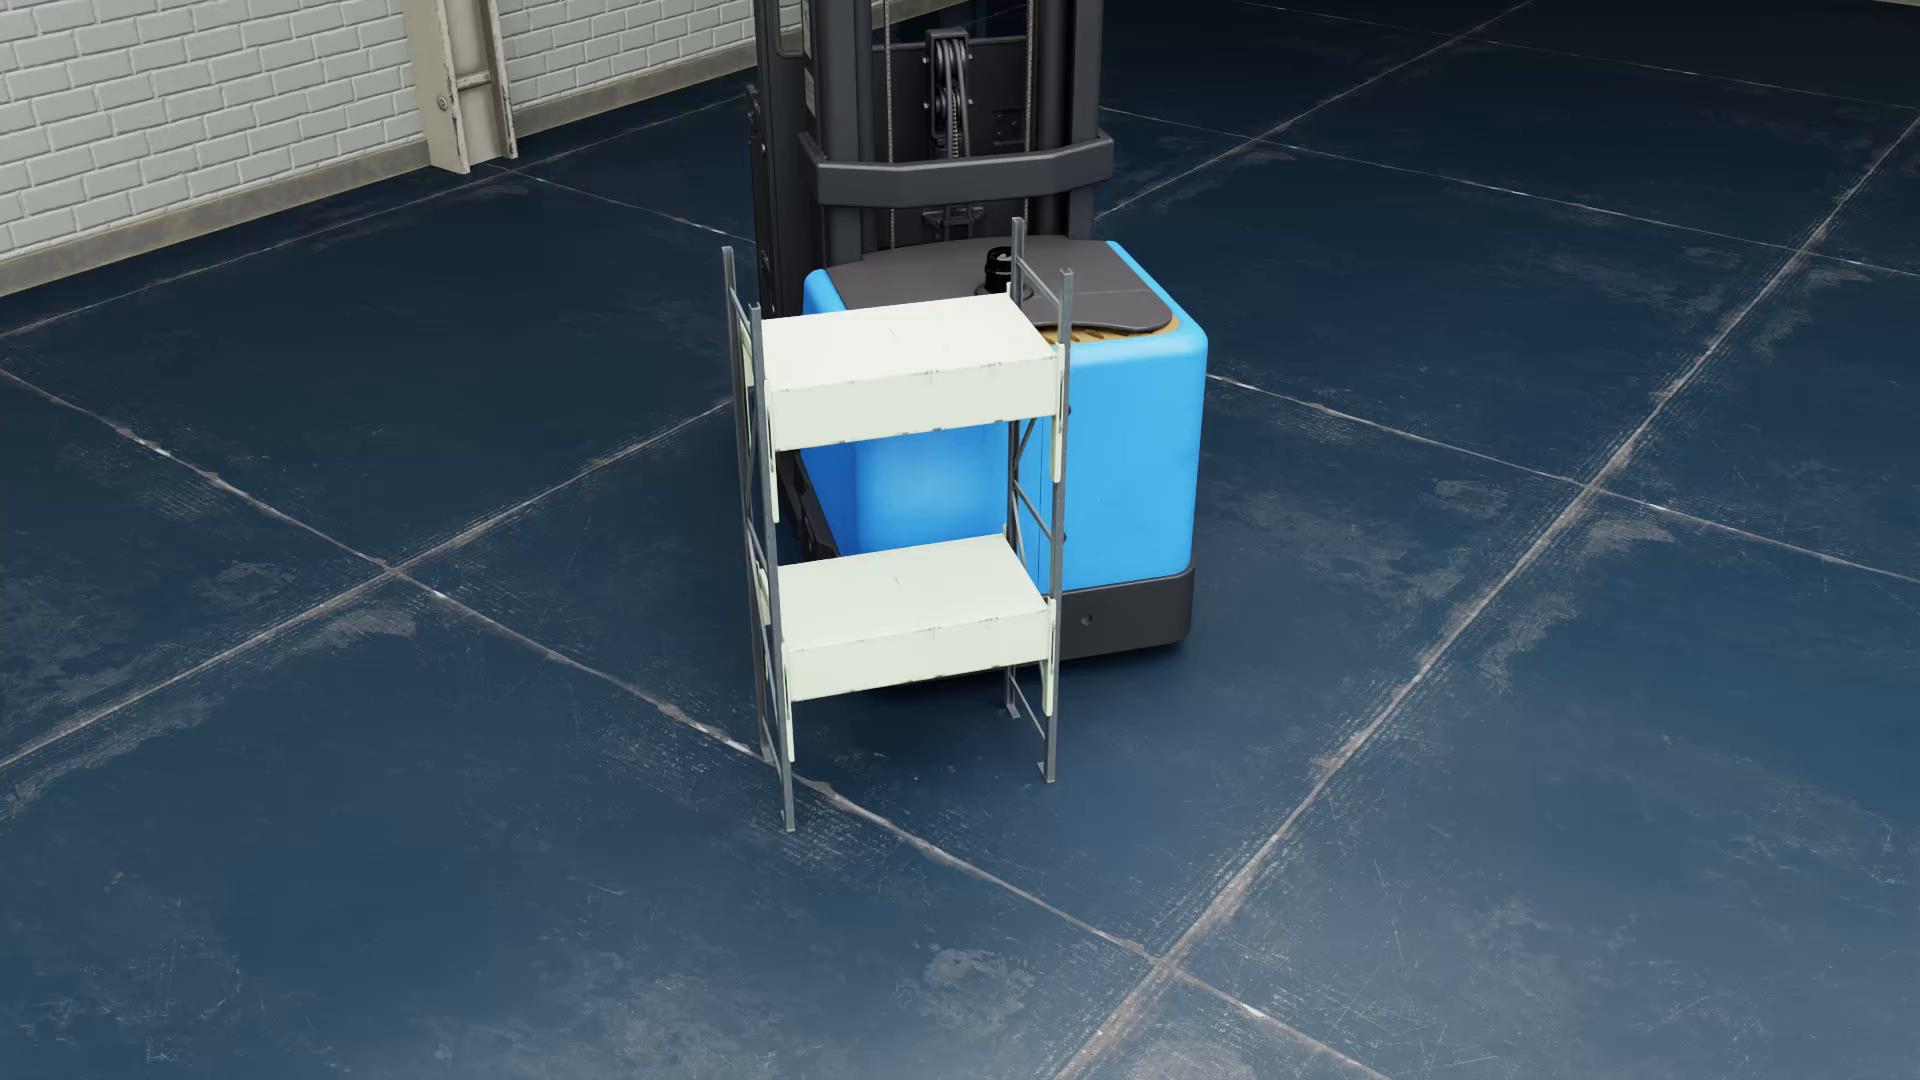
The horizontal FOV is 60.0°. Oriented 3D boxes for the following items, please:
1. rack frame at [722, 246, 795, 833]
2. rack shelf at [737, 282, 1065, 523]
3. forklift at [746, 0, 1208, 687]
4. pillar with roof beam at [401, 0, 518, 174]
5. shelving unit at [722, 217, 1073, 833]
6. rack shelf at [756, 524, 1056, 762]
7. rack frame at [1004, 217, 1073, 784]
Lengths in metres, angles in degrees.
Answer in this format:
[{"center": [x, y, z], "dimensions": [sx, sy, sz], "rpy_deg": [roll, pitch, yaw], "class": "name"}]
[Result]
[{"center": [-0.506, 0.037, 4.216], "dimensions": [0.023, 1.500, 0.400], "rpy_deg": [-8, 32, -14], "class": "rack frame"}, {"center": [-0.155, -0.351, 4.106], "dimensions": [0.720, 0.370, 0.431], "rpy_deg": [-8, 32, -14], "class": "rack shelf"}, {"center": [-0.164, -1.571, 5.526], "dimensions": [1.130, 2.935, 3.031], "rpy_deg": [-8, 32, -13], "class": "forklift"}, {"center": [0.695, -4.684, 4.828], "dimensions": [9.100, 9.000, 0.400], "rpy_deg": [21, 37, 31], "class": "pillar with roof beam"}, {"center": [-0.155, -0.015, 4.305], "dimensions": [0.755, 1.500, 0.431], "rpy_deg": [-8, 32, -14], "class": "shelving unit"}, {"center": [-0.155, 0.265, 4.471], "dimensions": [0.720, 0.370, 0.431], "rpy_deg": [-8, 32, -14], "class": "rack shelf"}, {"center": [0.196, -0.068, 4.393], "dimensions": [0.023, 1.500, 0.400], "rpy_deg": [-8, 32, -14], "class": "rack frame"}]
